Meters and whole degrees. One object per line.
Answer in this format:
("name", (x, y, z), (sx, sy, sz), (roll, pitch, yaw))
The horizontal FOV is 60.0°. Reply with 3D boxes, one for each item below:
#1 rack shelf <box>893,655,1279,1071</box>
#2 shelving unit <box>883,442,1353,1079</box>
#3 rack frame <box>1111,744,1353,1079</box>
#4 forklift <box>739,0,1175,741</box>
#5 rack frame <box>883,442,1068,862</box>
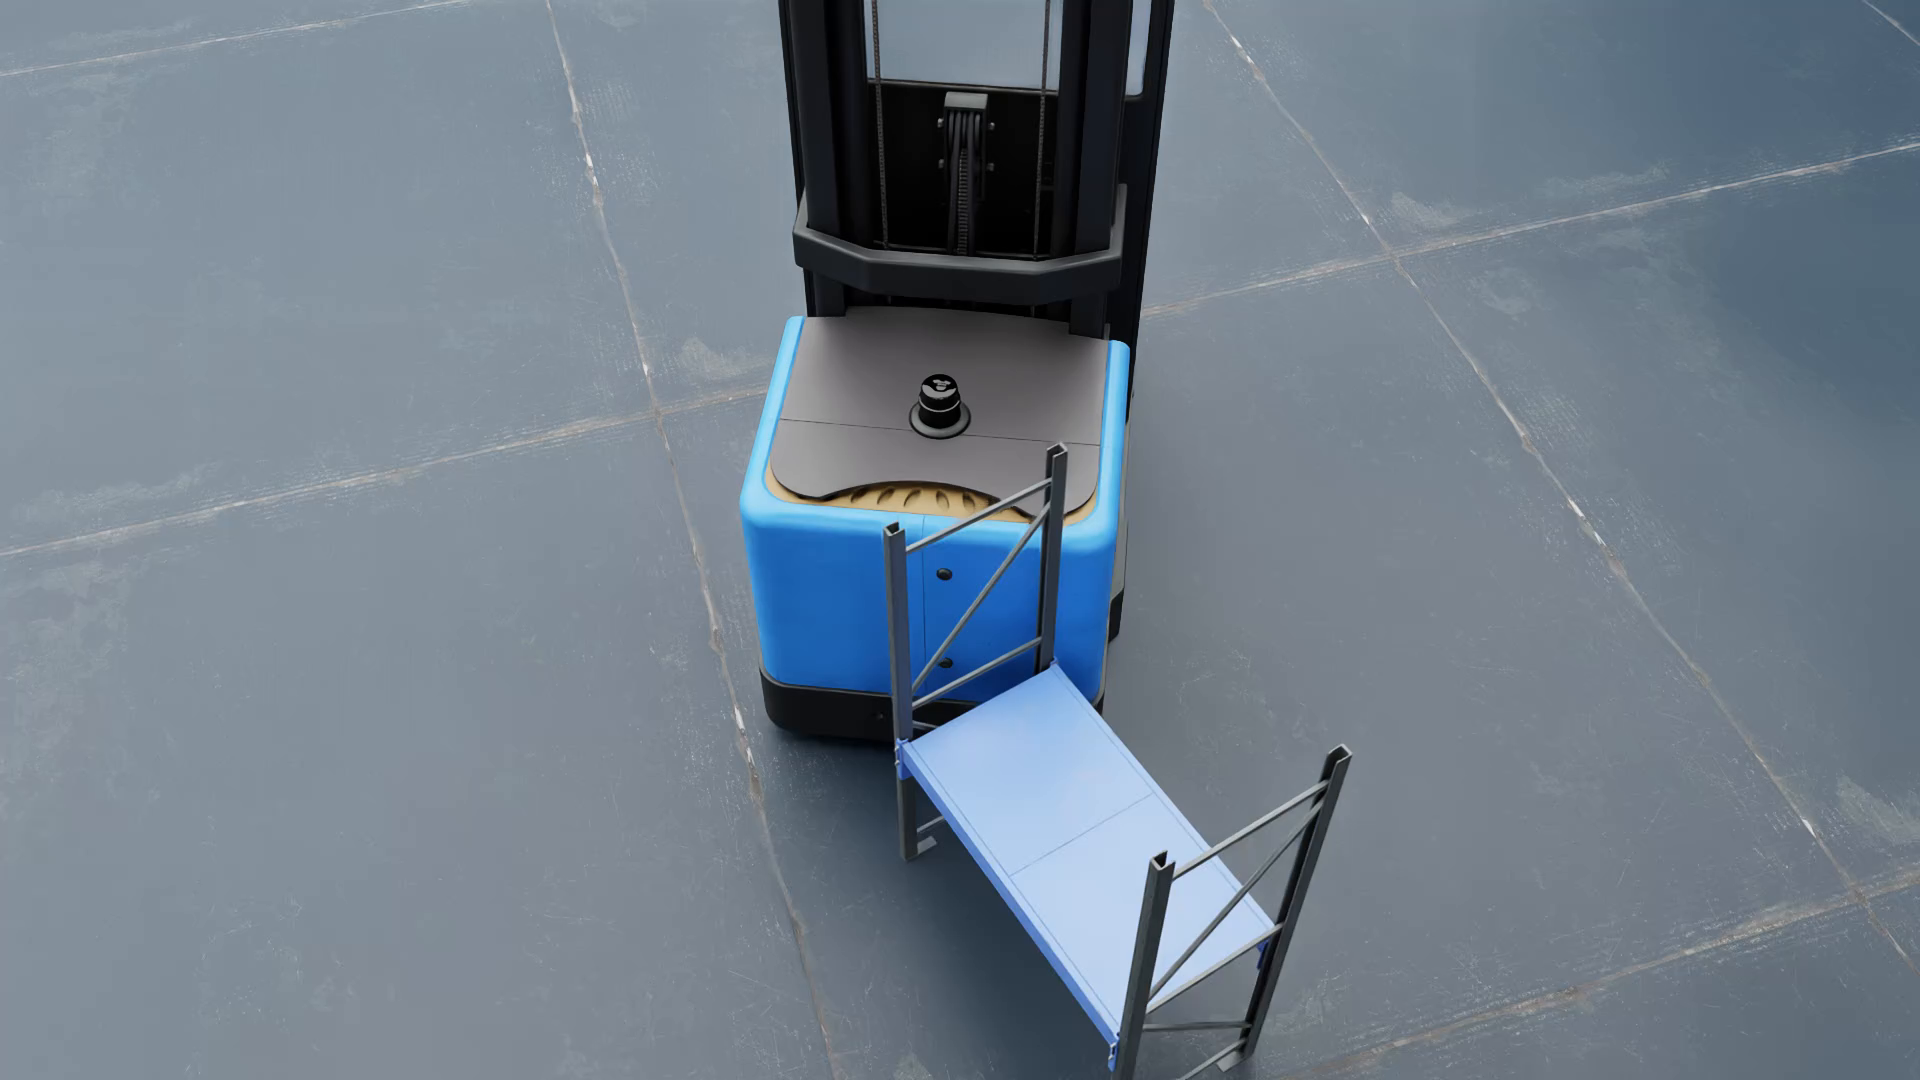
("rack shelf", (0.315, 0.805, 4.326), (0.538, 0.185, 1.000), (-26, 55, -20))
("shelving unit", (0.315, 0.689, 4.188), (0.538, 1.500, 1.048), (-26, 55, -20))
("rack frame", (0.590, 1.016, 3.913), (0.500, 1.500, 0.032), (-26, 55, -20))
("forklift", (0.071, -1.418, 5.028), (1.130, 2.935, 3.031), (5, 50, 4))
("rack frame", (0.040, 0.362, 4.464), (0.500, 1.500, 0.032), (-26, 55, -20))
